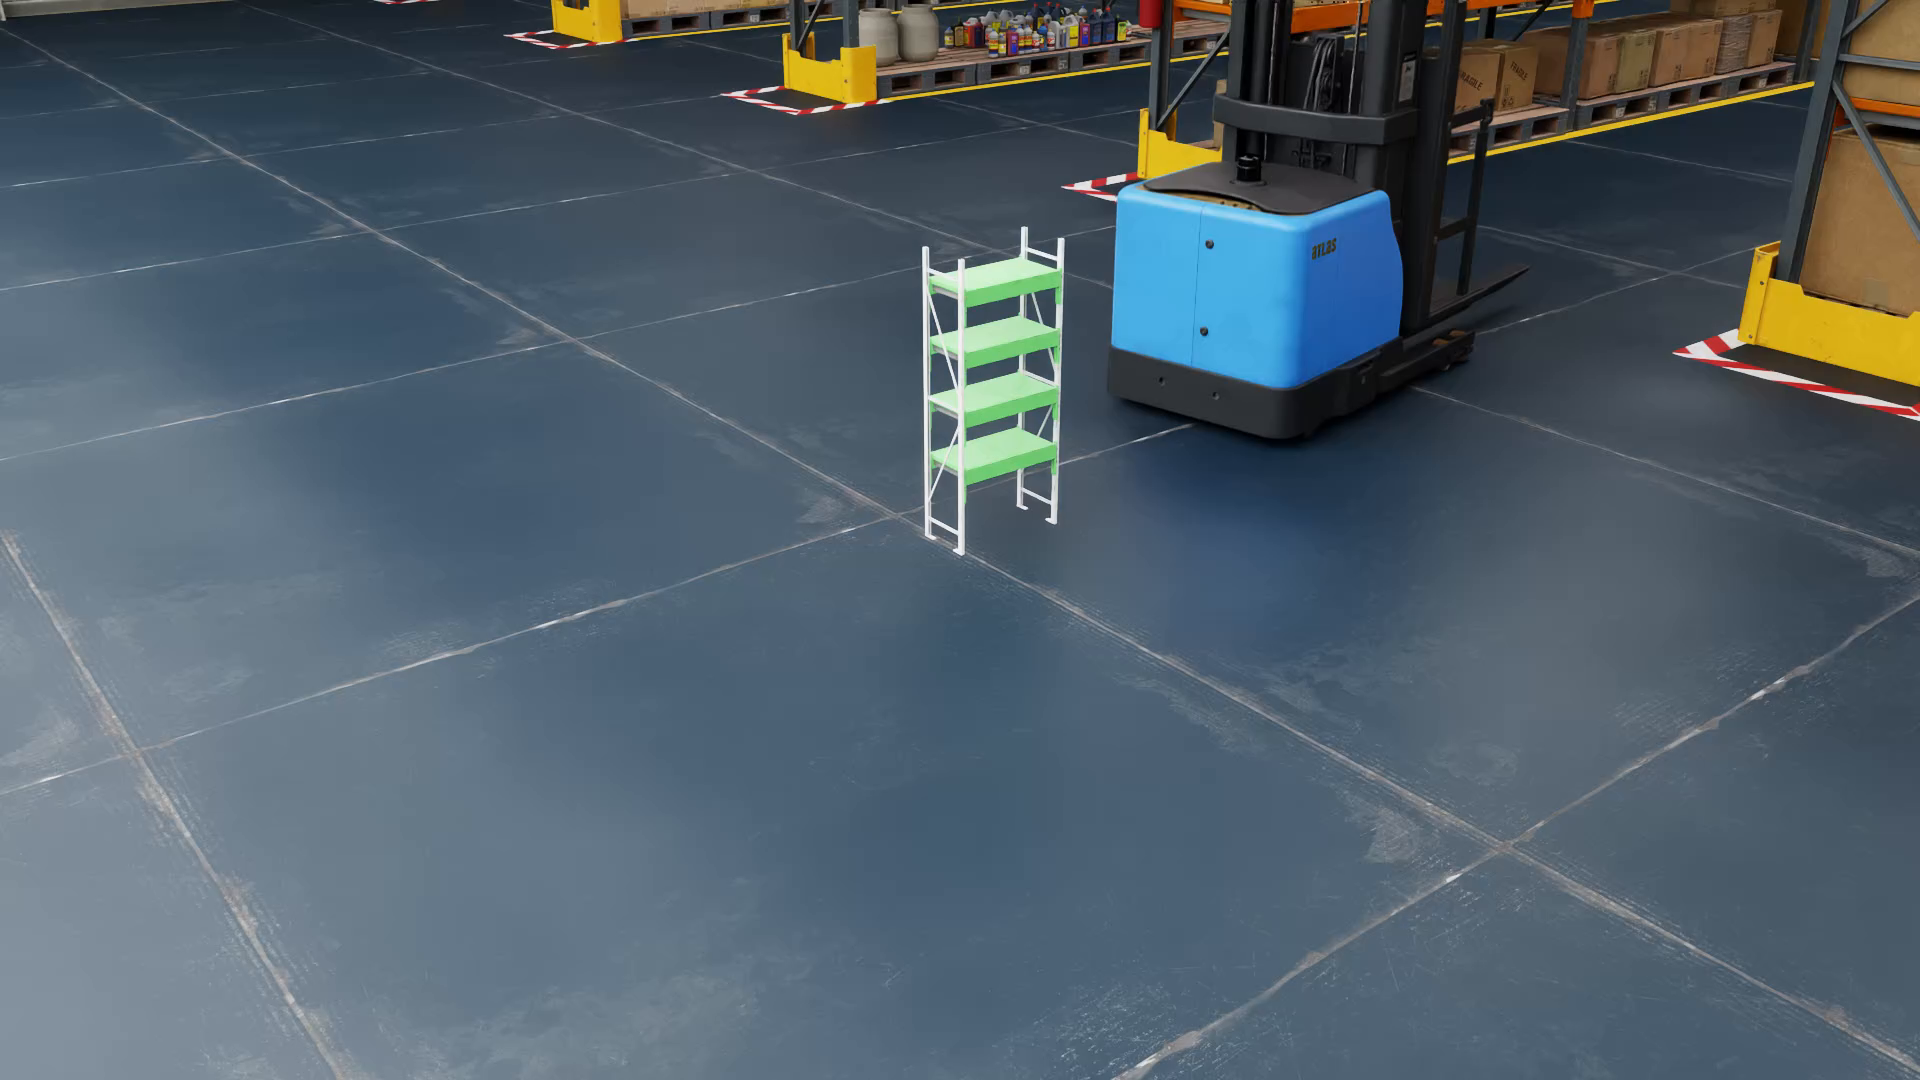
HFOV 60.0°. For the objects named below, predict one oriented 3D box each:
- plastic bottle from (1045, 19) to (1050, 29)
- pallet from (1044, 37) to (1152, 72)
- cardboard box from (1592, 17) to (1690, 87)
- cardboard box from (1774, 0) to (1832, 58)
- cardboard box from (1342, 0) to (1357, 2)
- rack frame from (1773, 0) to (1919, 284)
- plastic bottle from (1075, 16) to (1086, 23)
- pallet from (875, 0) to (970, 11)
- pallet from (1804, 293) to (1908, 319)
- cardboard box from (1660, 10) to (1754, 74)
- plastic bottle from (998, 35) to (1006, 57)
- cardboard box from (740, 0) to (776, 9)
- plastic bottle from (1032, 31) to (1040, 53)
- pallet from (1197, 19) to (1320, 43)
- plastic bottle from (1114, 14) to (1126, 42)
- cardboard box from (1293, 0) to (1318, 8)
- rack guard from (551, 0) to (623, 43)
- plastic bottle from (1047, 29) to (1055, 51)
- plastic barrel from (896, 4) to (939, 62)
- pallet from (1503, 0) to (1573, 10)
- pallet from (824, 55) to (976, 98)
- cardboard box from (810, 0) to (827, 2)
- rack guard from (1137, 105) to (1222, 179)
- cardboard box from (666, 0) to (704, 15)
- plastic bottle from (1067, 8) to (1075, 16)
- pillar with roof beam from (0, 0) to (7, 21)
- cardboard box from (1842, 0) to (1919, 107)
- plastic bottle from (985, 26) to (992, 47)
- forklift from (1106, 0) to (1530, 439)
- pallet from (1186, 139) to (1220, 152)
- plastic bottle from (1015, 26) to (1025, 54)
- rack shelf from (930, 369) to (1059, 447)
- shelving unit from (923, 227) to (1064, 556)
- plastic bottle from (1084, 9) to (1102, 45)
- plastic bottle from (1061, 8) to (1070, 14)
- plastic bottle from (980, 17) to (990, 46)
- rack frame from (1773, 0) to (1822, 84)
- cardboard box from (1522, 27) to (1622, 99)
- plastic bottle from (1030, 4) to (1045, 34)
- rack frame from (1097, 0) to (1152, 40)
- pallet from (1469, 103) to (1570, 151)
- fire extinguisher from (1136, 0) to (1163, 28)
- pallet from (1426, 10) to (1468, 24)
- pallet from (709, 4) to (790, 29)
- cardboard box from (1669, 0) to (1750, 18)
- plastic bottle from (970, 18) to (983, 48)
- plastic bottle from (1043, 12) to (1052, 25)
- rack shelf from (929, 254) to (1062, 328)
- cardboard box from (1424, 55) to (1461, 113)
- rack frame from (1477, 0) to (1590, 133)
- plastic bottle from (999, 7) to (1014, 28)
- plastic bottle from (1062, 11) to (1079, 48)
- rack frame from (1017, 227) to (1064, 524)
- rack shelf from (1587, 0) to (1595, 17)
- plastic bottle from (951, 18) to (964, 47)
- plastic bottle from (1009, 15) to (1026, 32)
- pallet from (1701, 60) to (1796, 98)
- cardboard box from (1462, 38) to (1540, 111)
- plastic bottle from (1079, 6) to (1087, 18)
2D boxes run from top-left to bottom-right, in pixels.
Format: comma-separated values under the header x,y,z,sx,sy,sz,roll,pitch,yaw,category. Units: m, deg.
x,y,z,sx,sy,sz,roll,pitch,yaw,category
0.933,-5.233,17.167,0.133,0.283,0.061,-18,31,-34,plastic bottle
1.309,-5.243,17.796,1.213,0.211,1.003,-18,31,-34,pallet
6.243,-4.509,15.349,0.500,0.500,0.700,-21,32,-38,cardboard box
8.623,-5.466,16.989,0.875,0.875,1.225,-20,32,-36,cardboard box
2.742,-4.060,12.233,0.250,0.149,0.380,-18,31,-34,cardboard box
4.753,-2.319,8.184,0.127,3.000,1.000,-18,31,-34,rack frame
1.272,-5.362,17.454,0.135,0.276,0.152,-18,31,-34,plastic bottle
-0.635,-7.250,22.120,1.213,0.211,1.003,-18,31,-34,pallet
5.334,-1.288,9.274,1.213,0.211,1.003,-18,31,-34,pallet
7.124,-4.803,15.983,0.500,0.500,0.700,-21,32,-38,cardboard box
0.416,-4.954,16.663,0.097,0.201,0.097,0,25,0,plastic bottle
-2.597,-6.669,20.324,0.500,0.250,0.500,-18,31,-34,cardboard box
0.761,-5.068,16.908,0.097,0.201,0.097,0,25,0,plastic bottle
3.418,-5.939,19.296,1.213,0.211,1.003,-18,31,-34,pallet
1.688,-5.402,17.530,0.133,0.283,0.061,-17,30,-32,plastic bottle
2.352,-3.928,11.949,0.250,0.149,0.380,-18,31,-34,cardboard box
-4.357,-6.131,19.367,0.348,0.500,1.175,-18,31,-34,rack guard
0.923,-5.121,17.023,0.097,0.201,0.097,0,25,0,plastic bottle
-0.419,-5.018,16.455,0.421,0.512,0.421,0,25,0,plastic barrel
7.526,-7.295,22.218,1.213,0.211,1.003,-18,31,-34,pallet
-0.611,-4.609,16.430,1.213,0.211,1.003,-18,31,-34,pallet
-1.820,-6.934,20.895,0.500,0.250,0.500,-18,31,-34,cardboard box
1.832,-2.874,12.350,0.348,0.500,1.175,-18,31,-34,rack guard
-3.388,-6.411,19.768,0.500,0.250,0.500,-18,31,-34,cardboard box
1.171,-5.570,17.893,0.133,0.283,0.061,-18,31,-34,plastic bottle
-9.446,-9.116,15.703,0.400,9.000,9.100,-18,31,-34,pillar with roof beam
5.017,-2.499,8.392,0.550,0.550,0.875,-18,31,-34,cardboard box
0.306,-5.238,17.274,0.097,0.201,0.097,0,25,0,plastic bottle
2.063,-2.330,8.289,1.130,2.935,3.031,20,32,36,forklift
2.493,-2.943,12.840,1.213,0.211,1.003,-18,31,-34,pallet
0.604,-5.048,16.782,0.097,0.271,0.097,0,25,0,plastic bottle
0.130,-0.529,6.617,0.480,0.148,0.258,-18,31,-34,rack shelf
0.130,-0.587,6.590,0.503,1.200,0.258,-18,31,-34,shelving unit
1.383,-5.354,17.347,0.185,0.351,0.144,-20,32,-37,plastic bottle
1.104,-5.602,17.970,0.135,0.276,0.152,-17,30,-32,plastic bottle
0.215,-5.308,17.337,0.135,0.276,0.152,-19,31,-35,plastic bottle
8.067,-6.067,16.259,0.127,3.000,1.000,-18,31,-34,rack frame
5.416,-4.246,14.782,0.500,0.500,0.700,-21,32,-38,cardboard box
0.823,-5.545,17.759,0.185,0.351,0.144,-20,31,-36,plastic bottle
1.863,-6.668,17.555,0.127,3.000,1.000,-18,31,-34,rack frame
4.413,-3.577,14.206,1.213,0.211,1.003,-18,31,-34,pallet
1.397,-4.076,12.062,0.183,0.674,0.296,-18,31,-34,fire extinguisher
5.605,-6.661,20.852,1.213,0.211,1.003,-18,31,-34,pallet
-2.803,-6.534,20.578,1.213,0.211,1.003,-18,31,-34,pallet
7.147,-5.147,15.834,0.500,0.250,0.500,-14,29,-28,cardboard box
0.172,-5.240,17.182,0.133,0.283,0.061,-18,31,-34,plastic bottle
0.932,-5.480,17.714,0.097,0.271,0.097,0,25,0,plastic bottle
0.130,-0.965,6.415,0.480,0.148,0.258,-18,31,-34,rack shelf
3.694,-3.655,13.533,0.500,0.500,0.500,-22,33,-38,cardboard box
4.919,-5.028,14.020,0.127,3.000,1.000,-18,31,-34,rack frame
0.489,-5.435,17.521,0.185,0.351,0.144,-19,31,-34,plastic bottle
1.129,-5.270,17.166,0.185,0.351,0.144,-18,31,-34,plastic bottle
0.322,-0.651,6.727,0.015,1.200,0.240,-18,31,-34,rack frame
6.493,-5.221,15.291,4.000,0.370,1.077,-18,31,-34,rack shelf
-0.029,-5.255,17.215,0.133,0.283,0.061,-17,30,-33,plastic bottle
0.600,-5.358,17.445,0.135,0.276,0.152,-18,31,-34,plastic bottle
7.451,-4.599,16.409,1.213,0.211,1.003,-18,31,-34,pallet
4.580,-3.994,14.262,0.500,0.500,0.500,-19,31,-36,cardboard box
1.342,-5.693,18.171,0.097,0.271,0.097,0,25,0,plastic bottle
